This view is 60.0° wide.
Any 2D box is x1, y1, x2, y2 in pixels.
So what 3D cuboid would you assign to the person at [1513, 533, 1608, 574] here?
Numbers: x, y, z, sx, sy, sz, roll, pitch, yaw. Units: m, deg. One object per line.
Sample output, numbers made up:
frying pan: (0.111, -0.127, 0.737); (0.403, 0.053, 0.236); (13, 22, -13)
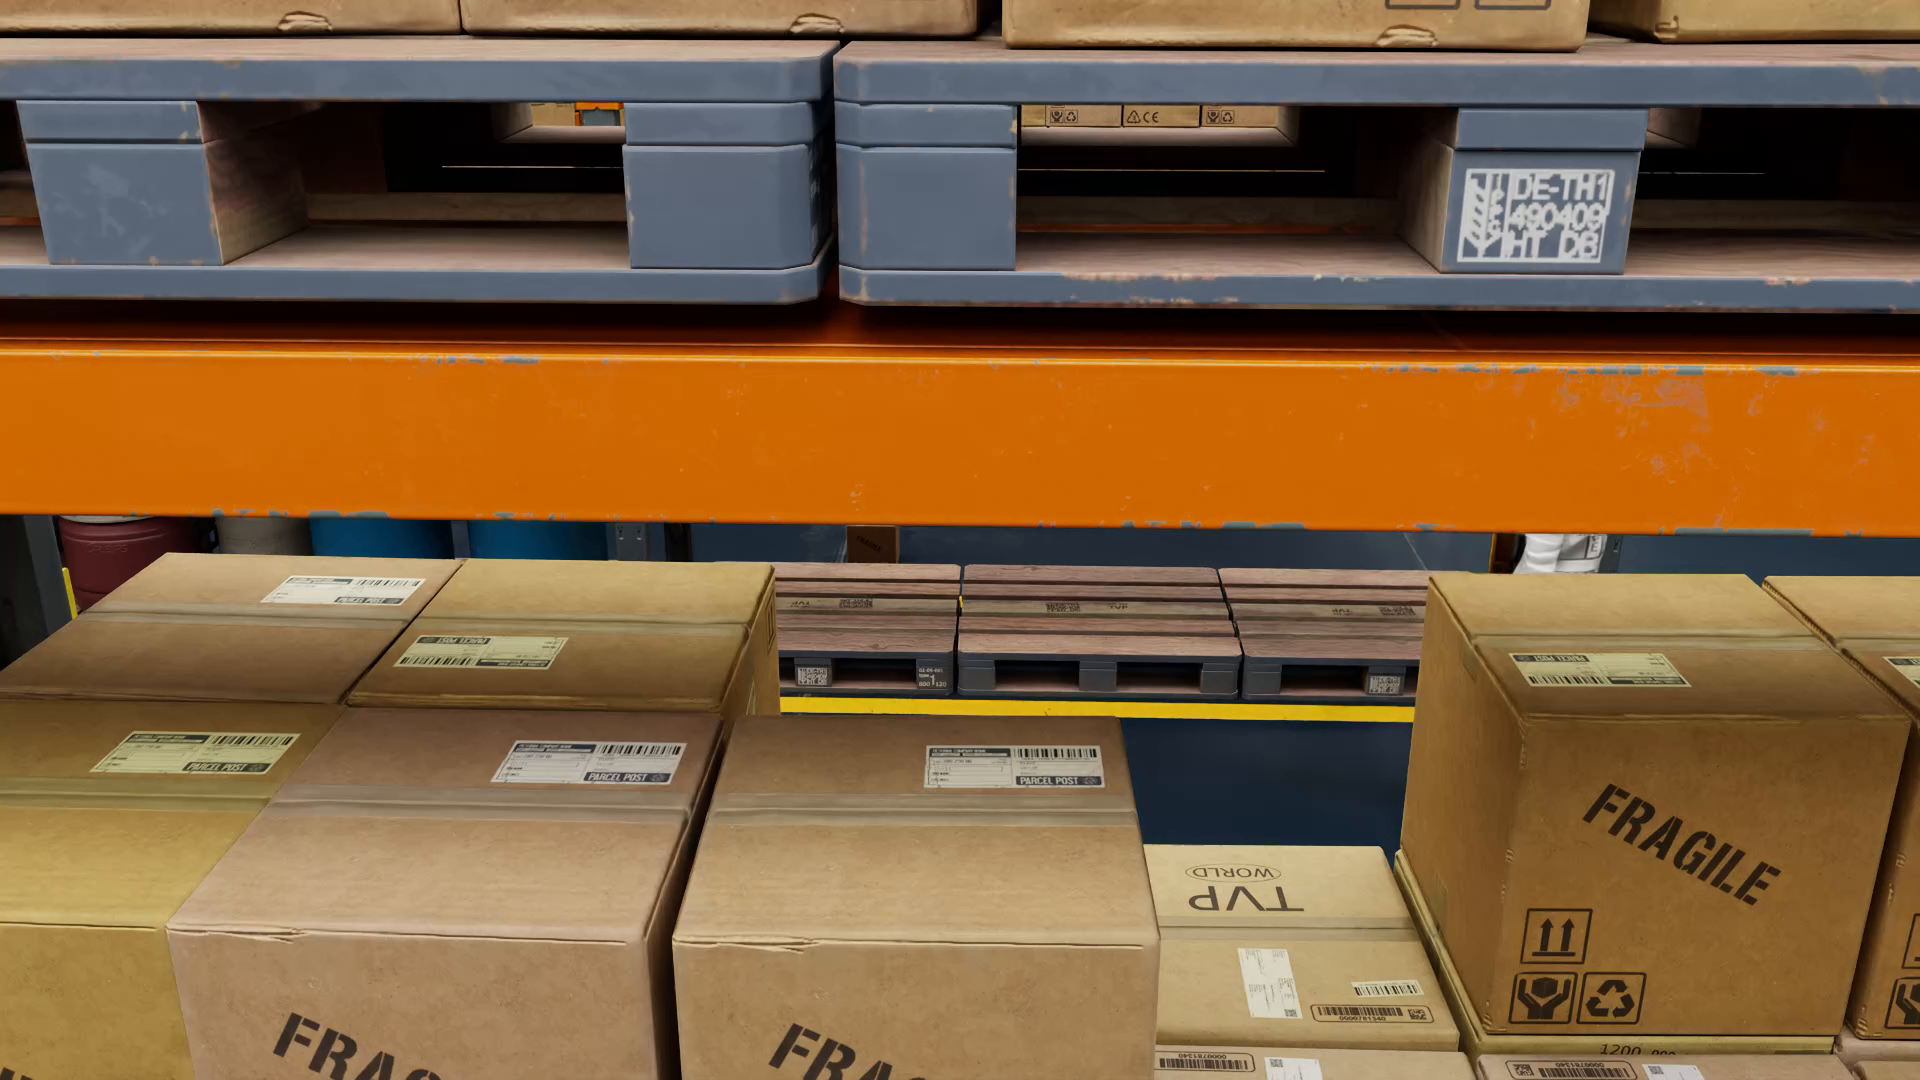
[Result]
person: (2.158, 0.231, 5.922); (0.483, 1.728, 0.514); (8, 22, 20)
